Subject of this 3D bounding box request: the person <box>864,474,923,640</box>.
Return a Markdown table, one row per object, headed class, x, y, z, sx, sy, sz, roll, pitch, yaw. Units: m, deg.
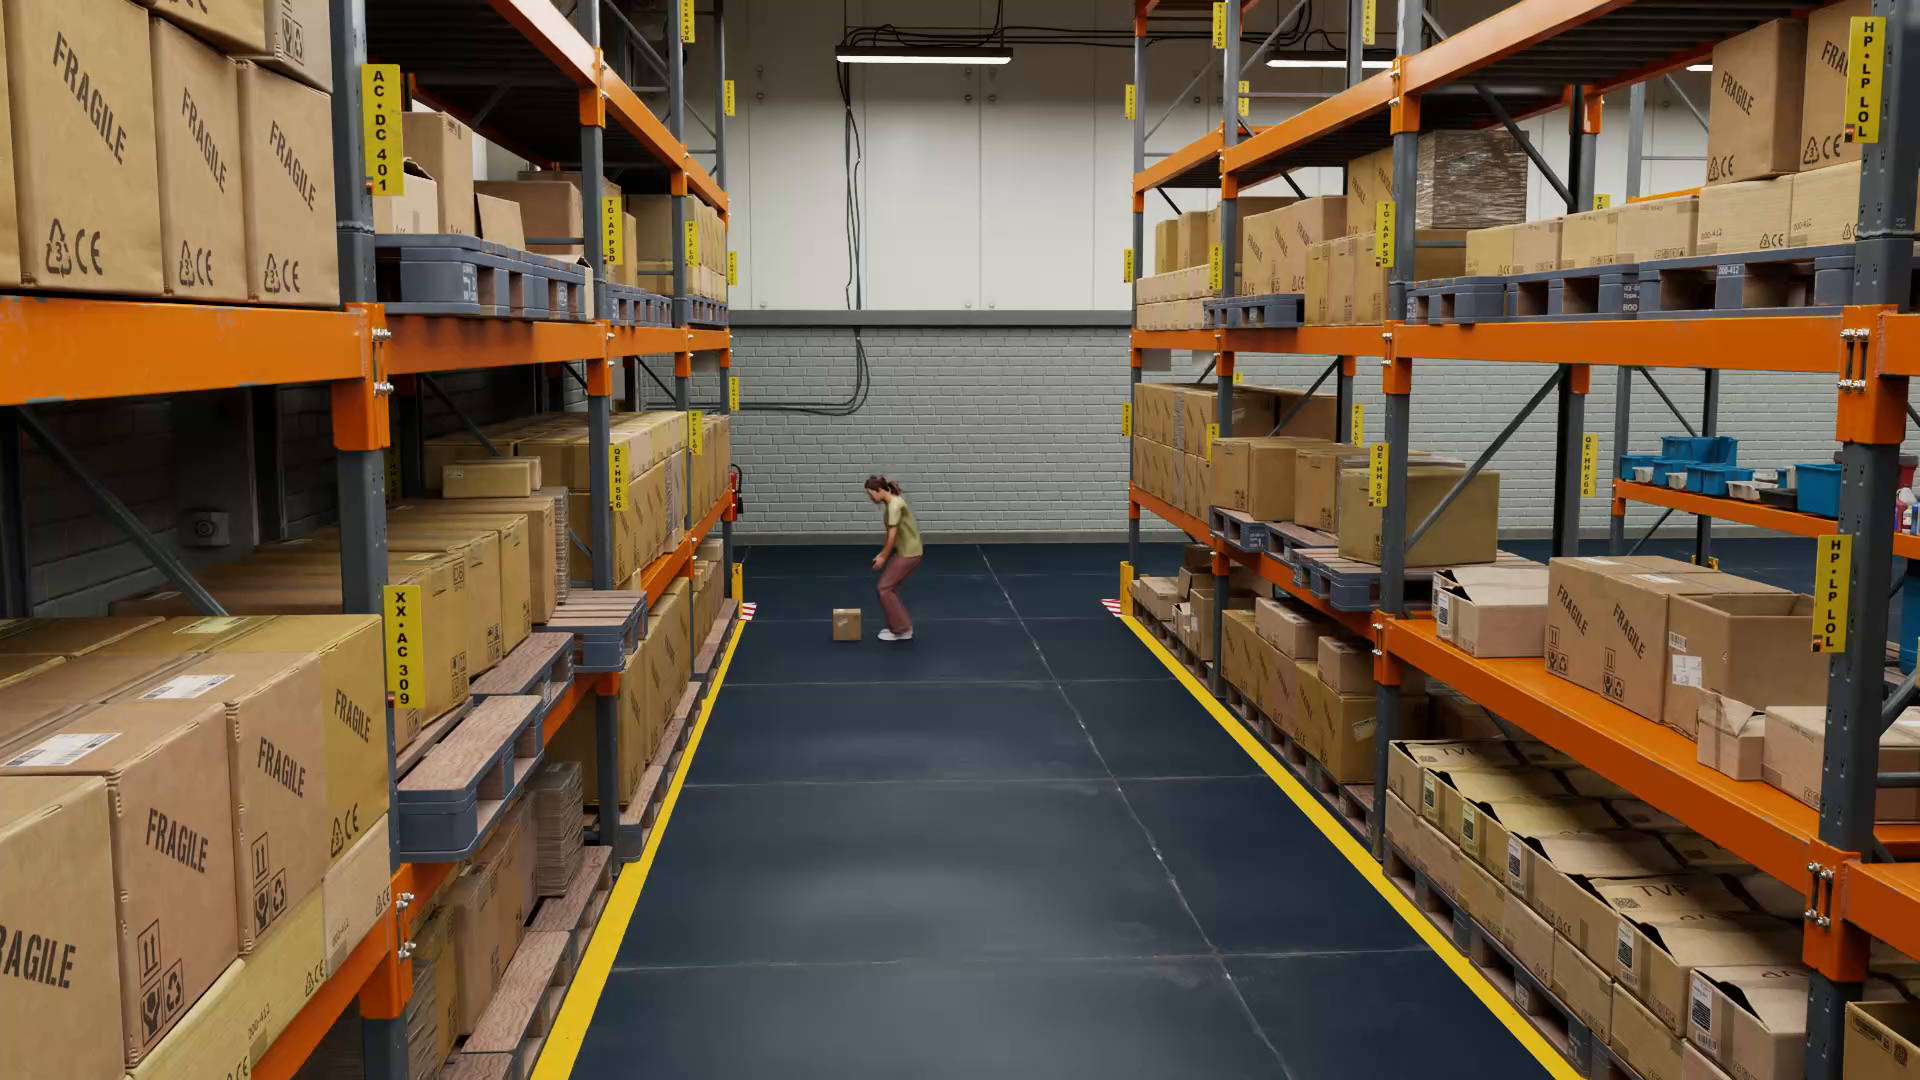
| class | x | y | z | sx | sy | sz | roll | pitch | yaw |
| --- | --- | --- | --- | --- | --- | --- | --- | --- | --- |
| person | -0.602 | 0.153 | 15.196 | 0.533 | 1.515 | 0.498 | 0 | 7 | -3 |
